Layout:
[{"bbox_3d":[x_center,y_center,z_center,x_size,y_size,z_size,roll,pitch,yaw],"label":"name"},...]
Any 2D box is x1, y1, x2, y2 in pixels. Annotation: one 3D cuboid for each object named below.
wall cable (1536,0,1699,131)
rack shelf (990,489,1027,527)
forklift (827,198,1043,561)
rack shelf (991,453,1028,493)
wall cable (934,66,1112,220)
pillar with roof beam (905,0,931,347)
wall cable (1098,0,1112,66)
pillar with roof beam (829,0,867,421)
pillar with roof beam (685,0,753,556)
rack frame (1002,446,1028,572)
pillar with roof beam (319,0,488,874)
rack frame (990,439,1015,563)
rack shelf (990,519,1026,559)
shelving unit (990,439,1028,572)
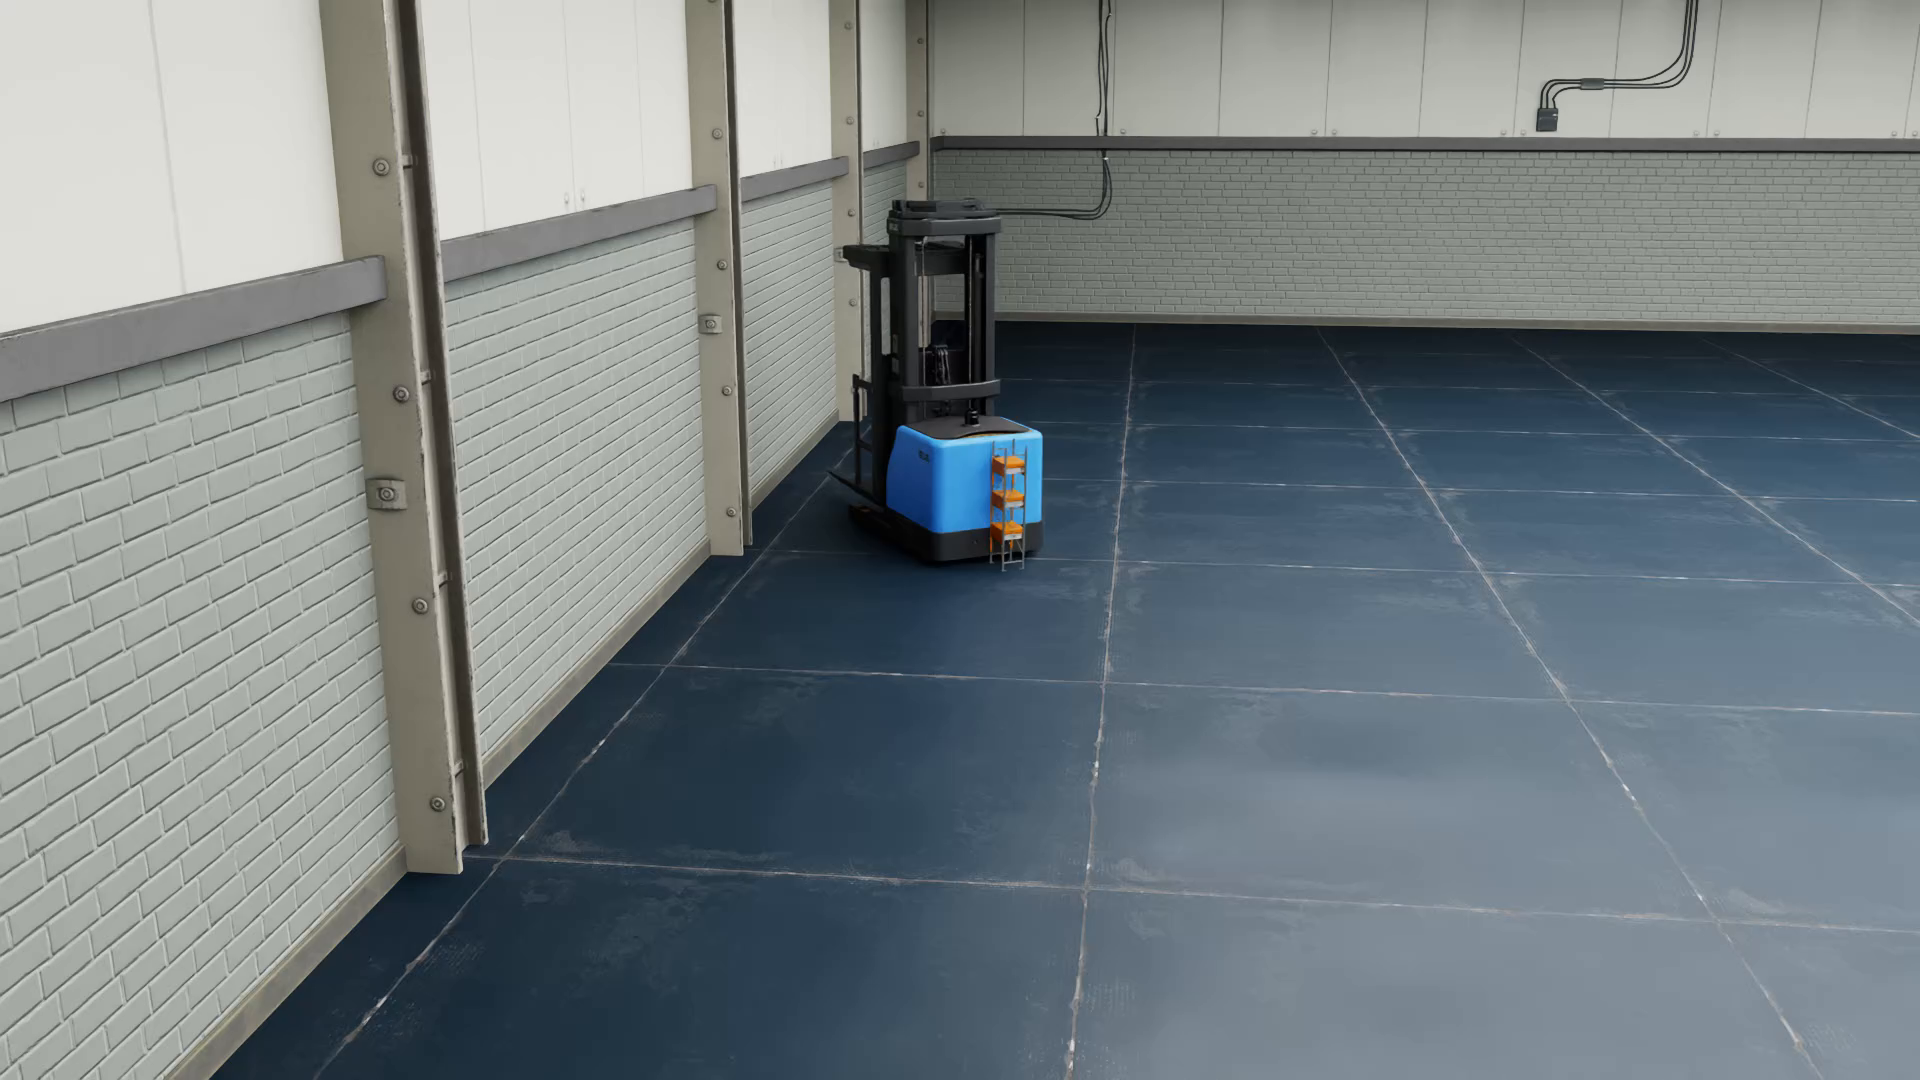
[{"bbox_3d":[10.443,-9.461,25.896,2.305,6.003,0.169,2,15,6],"label":"wall cable"},{"bbox_3d":[0.398,-0.276,13.691,0.215,0.259,0.240,-6,19,-22],"label":"rack shelf"},{"bbox_3d":[-0.373,-1.577,14.878,1.130,2.935,3.031,-7,17,-24],"label":"forklift"},{"bbox_3d":[0.403,-0.547,13.606,0.215,0.259,0.240,-6,19,-22],"label":"rack shelf"},{"bbox_3d":[1.012,-6.604,27.794,3.097,2.526,0.112,2,15,6],"label":"wall cable"},{"bbox_3d":[3.643,-7.251,24.238,9.100,9.000,0.400,2,15,6],"label":"pillar with roof beam"},{"bbox_3d":[3.700,-8.962,26.840,3.097,2.526,0.112,2,15,6],"label":"wall cable"},{"bbox_3d":[2.966,-5.695,18.483,9.100,9.000,0.400,2,15,6],"label":"pillar with roof beam"},{"bbox_3d":[2.289,-4.139,12.728,9.100,9.000,0.400,2,15,6],"label":"pillar with roof beam"},{"bbox_3d":[0.446,-0.252,13.581,0.200,1.050,0.008,-6,19,-22],"label":"rack frame"},{"bbox_3d":[1.612,-2.583,6.973,9.100,9.000,0.400,2,15,6],"label":"pillar with roof beam"},{"bbox_3d":[0.350,-0.321,13.795,0.200,1.050,0.008,-6,19,-22],"label":"rack frame"},{"bbox_3d":[0.393,-0.011,13.775,0.215,0.259,0.240,-6,19,-22],"label":"rack shelf"},{"bbox_3d":[0.398,-0.286,13.688,0.215,1.050,0.252,-6,19,-22],"label":"shelving unit"}]
